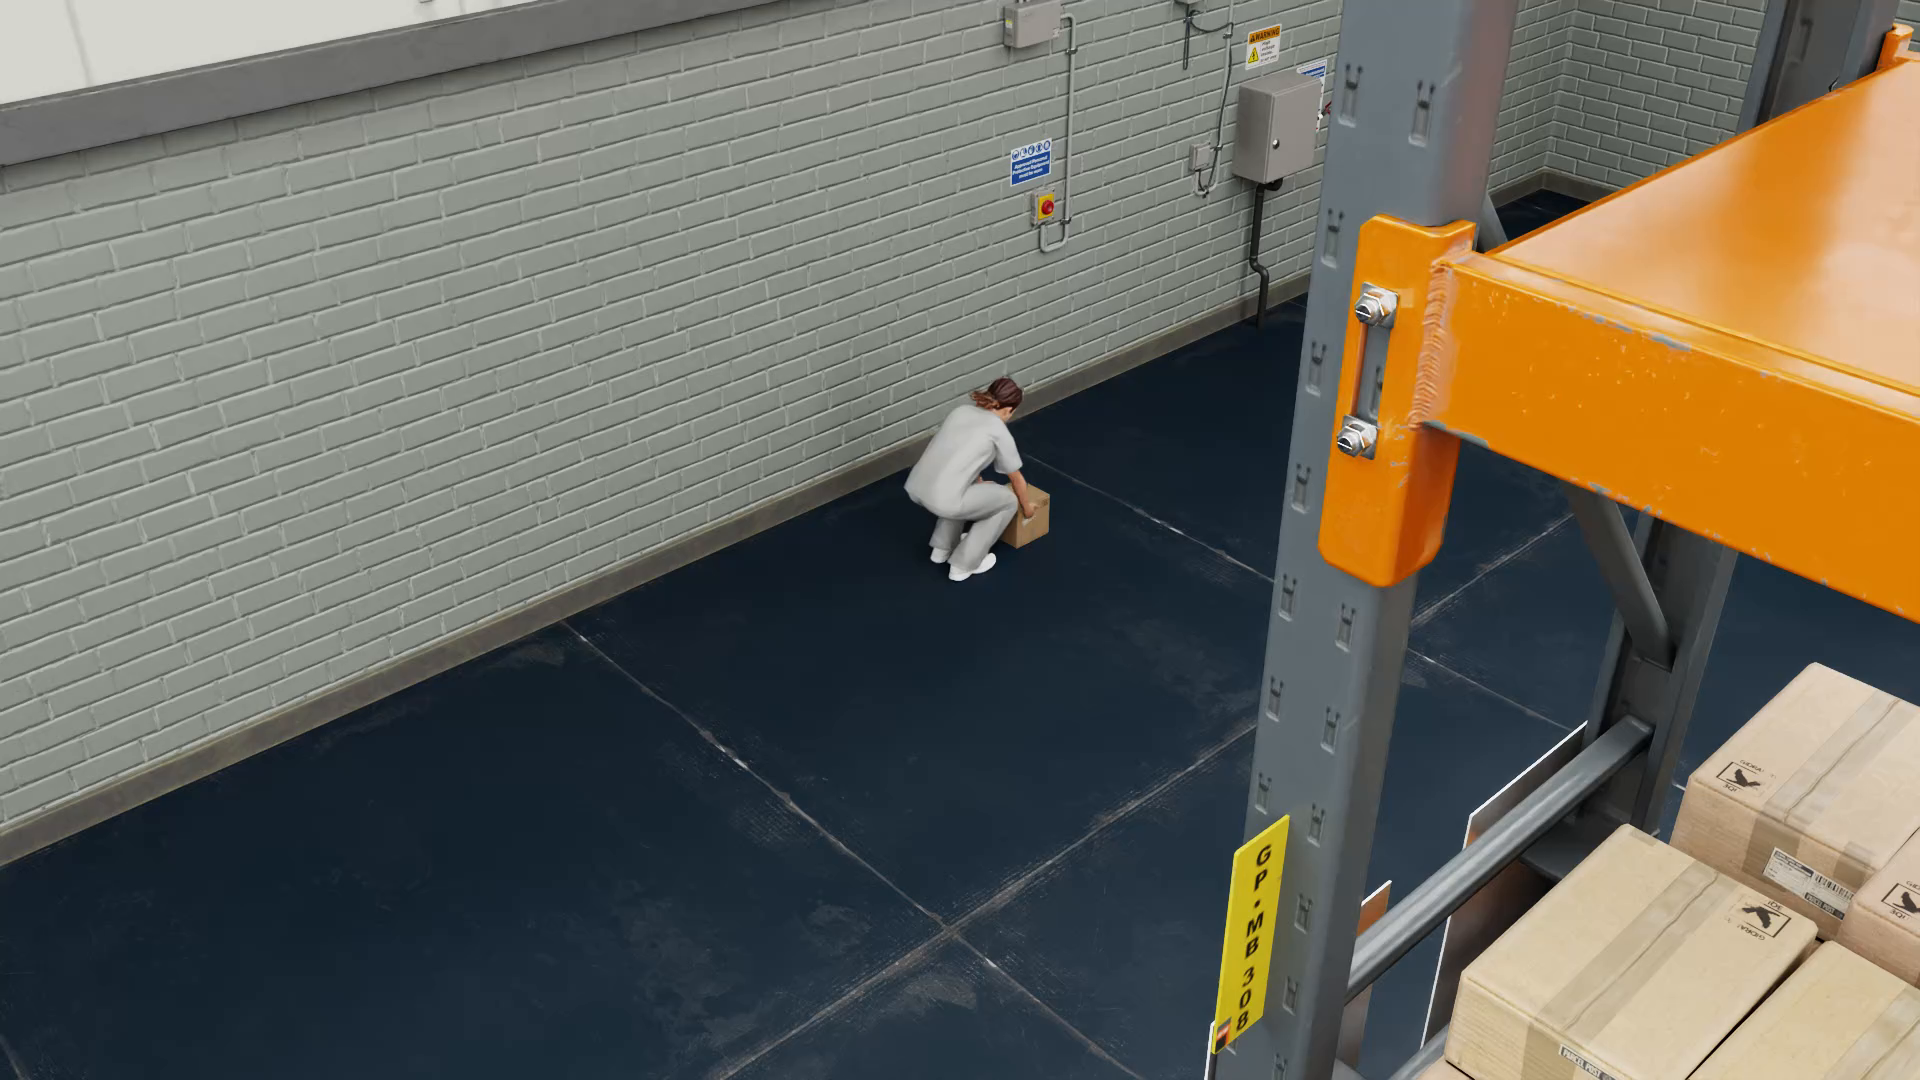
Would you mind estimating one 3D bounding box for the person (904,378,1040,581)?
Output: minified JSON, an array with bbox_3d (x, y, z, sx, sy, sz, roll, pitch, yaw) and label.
[{"bbox_3d":[0.046,-0.325,8.849,0.790,0.951,0.486,-26,40,-35],"label":"person"}]
